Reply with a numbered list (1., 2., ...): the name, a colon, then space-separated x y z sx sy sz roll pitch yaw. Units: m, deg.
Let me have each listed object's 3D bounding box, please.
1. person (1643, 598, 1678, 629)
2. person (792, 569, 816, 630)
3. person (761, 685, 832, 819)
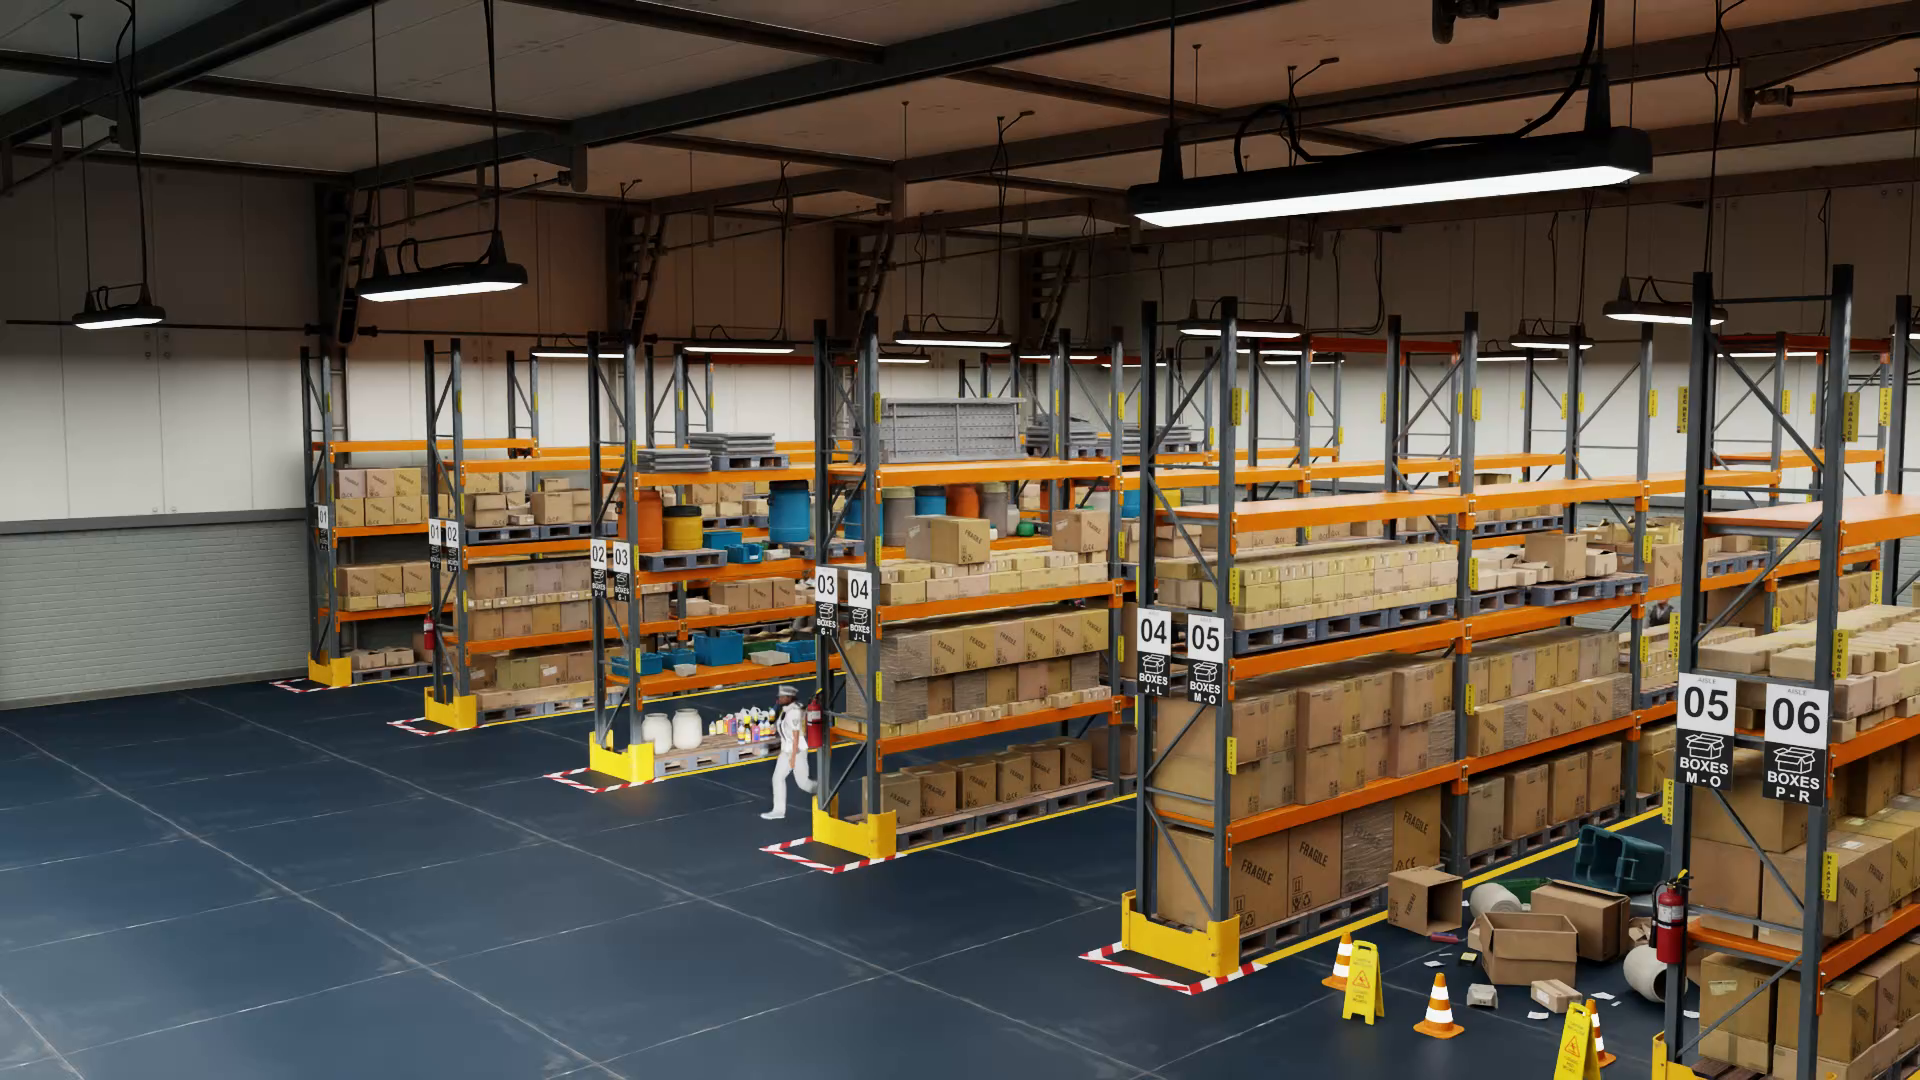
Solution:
1. person: 12.391 1.742 29.391 0.599 1.669 1.084 5 7 44
2. person: -3.106 1.361 33.314 1.084 1.703 0.657 -5 7 -42
3. person: -1.972 2.566 20.227 0.923 1.637 0.482 -2 5 -21
